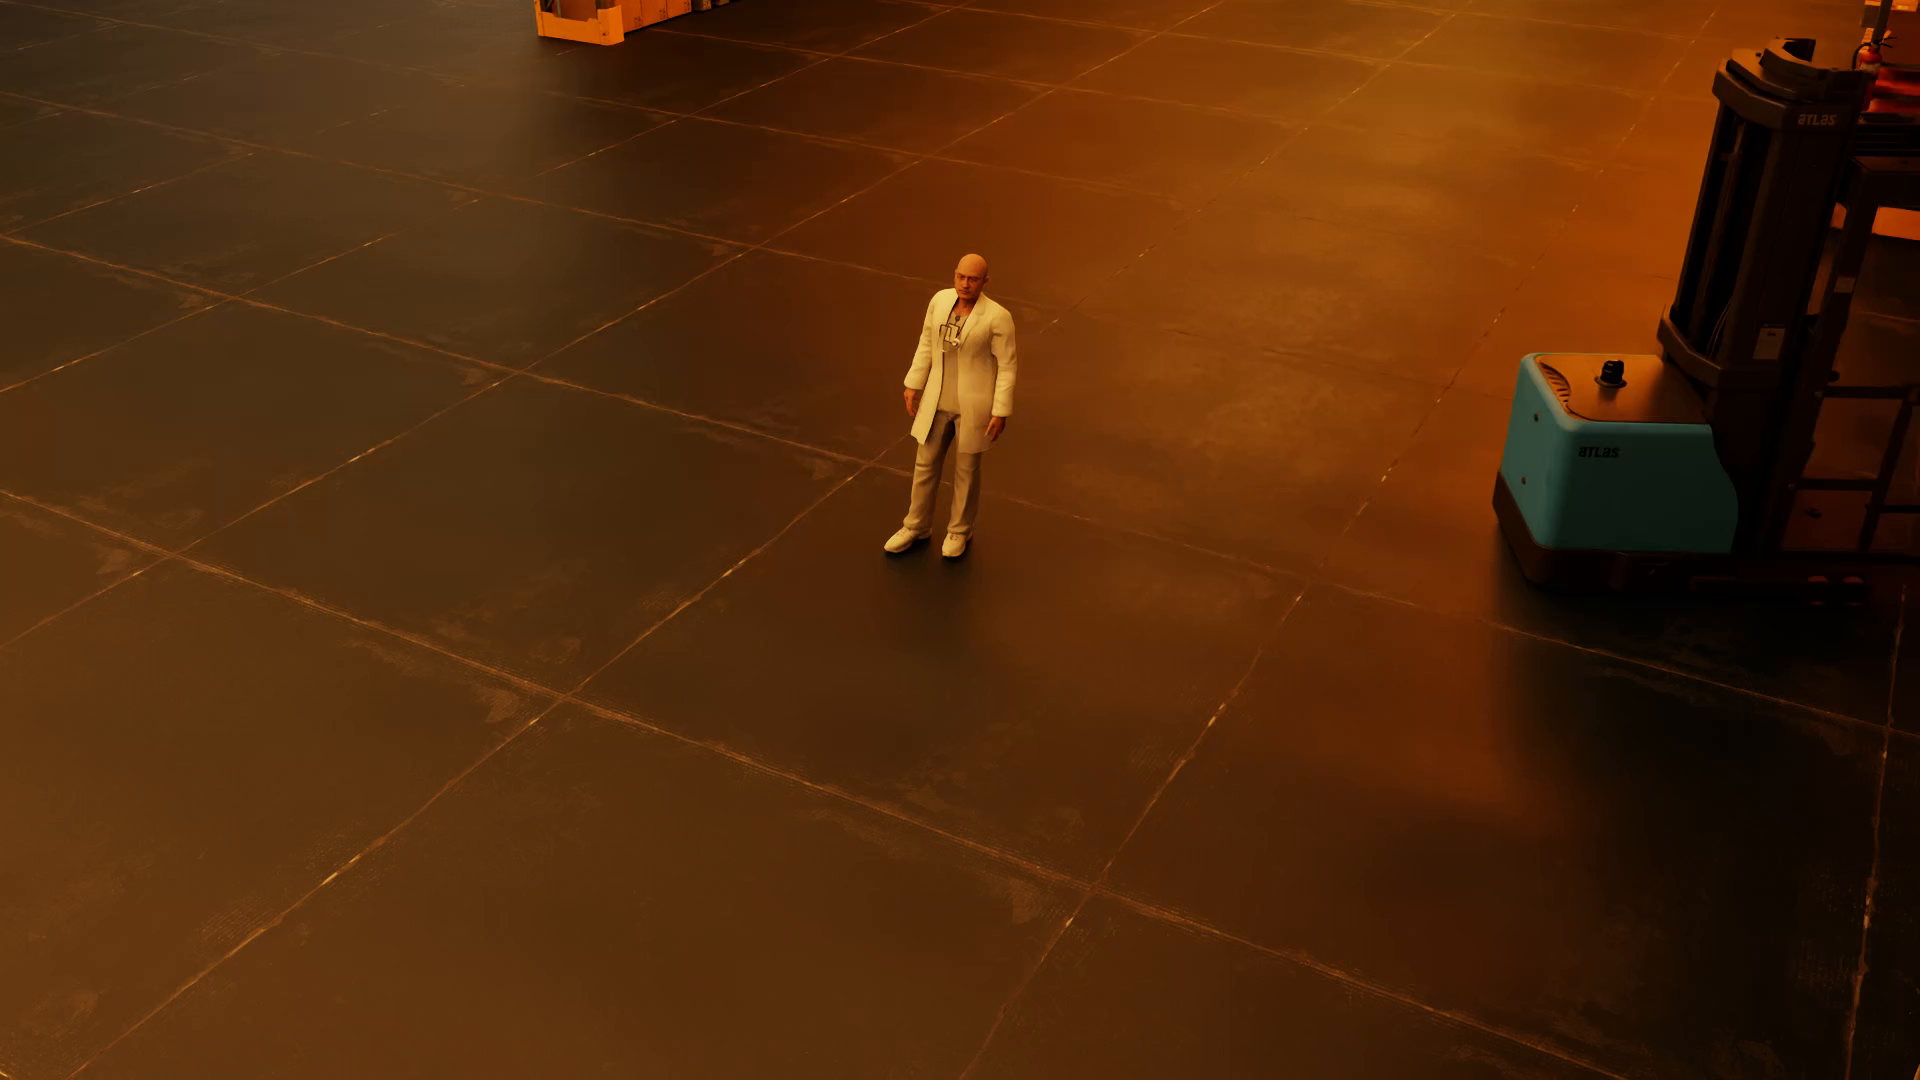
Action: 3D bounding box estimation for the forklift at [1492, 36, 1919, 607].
[{"bbox_3d":[4.764,-1.170,9.098,3.031,2.935,1.130,2,30,3],"label":"forklift"}]

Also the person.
[{"bbox_3d":[-0.048,-0.738,9.487,0.698,1.778,0.578,15,33,25],"label":"person"}]
